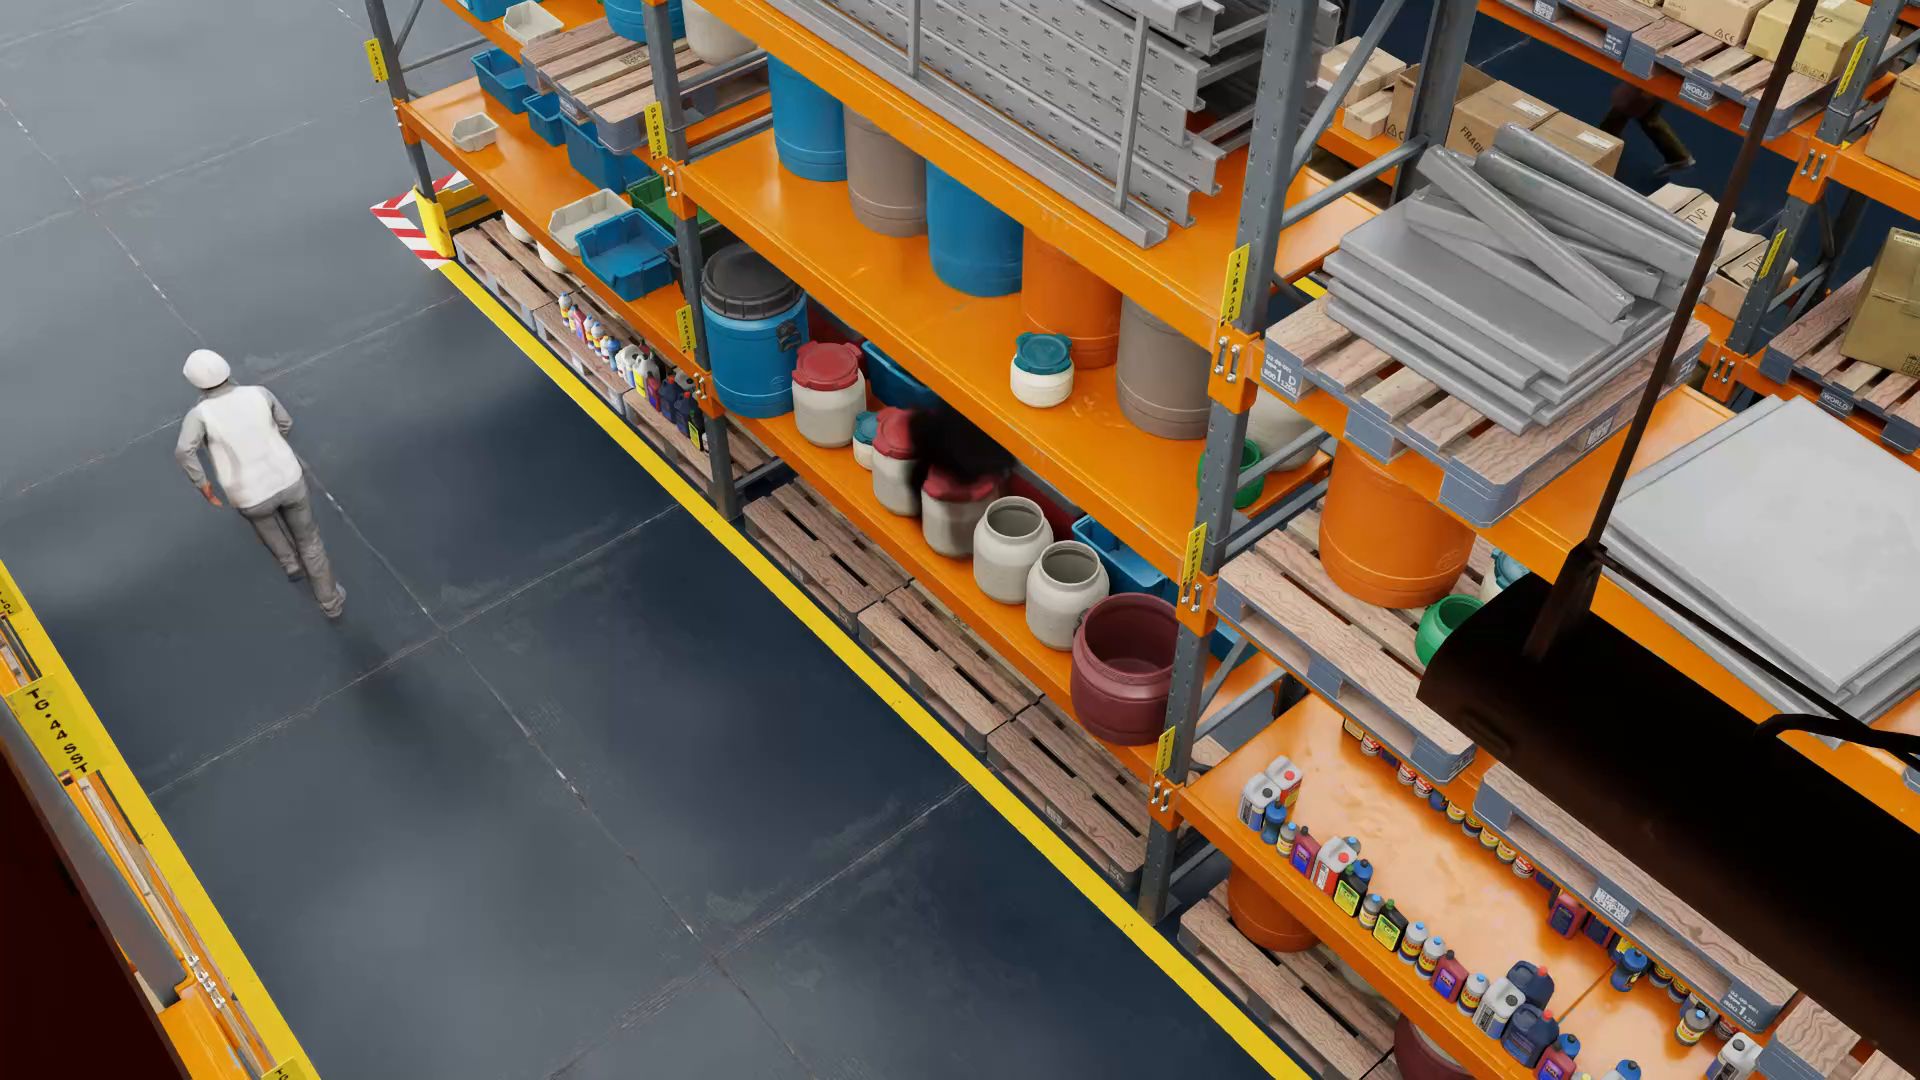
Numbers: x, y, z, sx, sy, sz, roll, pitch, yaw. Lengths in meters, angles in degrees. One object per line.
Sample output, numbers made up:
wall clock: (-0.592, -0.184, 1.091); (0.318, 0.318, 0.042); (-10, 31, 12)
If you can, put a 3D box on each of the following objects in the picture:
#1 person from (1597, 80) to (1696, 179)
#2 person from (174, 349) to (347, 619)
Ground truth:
person: (5.492, -3.630, 13.164); (1.023, 1.779, 0.716); (23, 51, 20)
person: (-4.121, -0.309, 9.769); (0.693, 1.642, 0.944); (-31, 54, -26)
